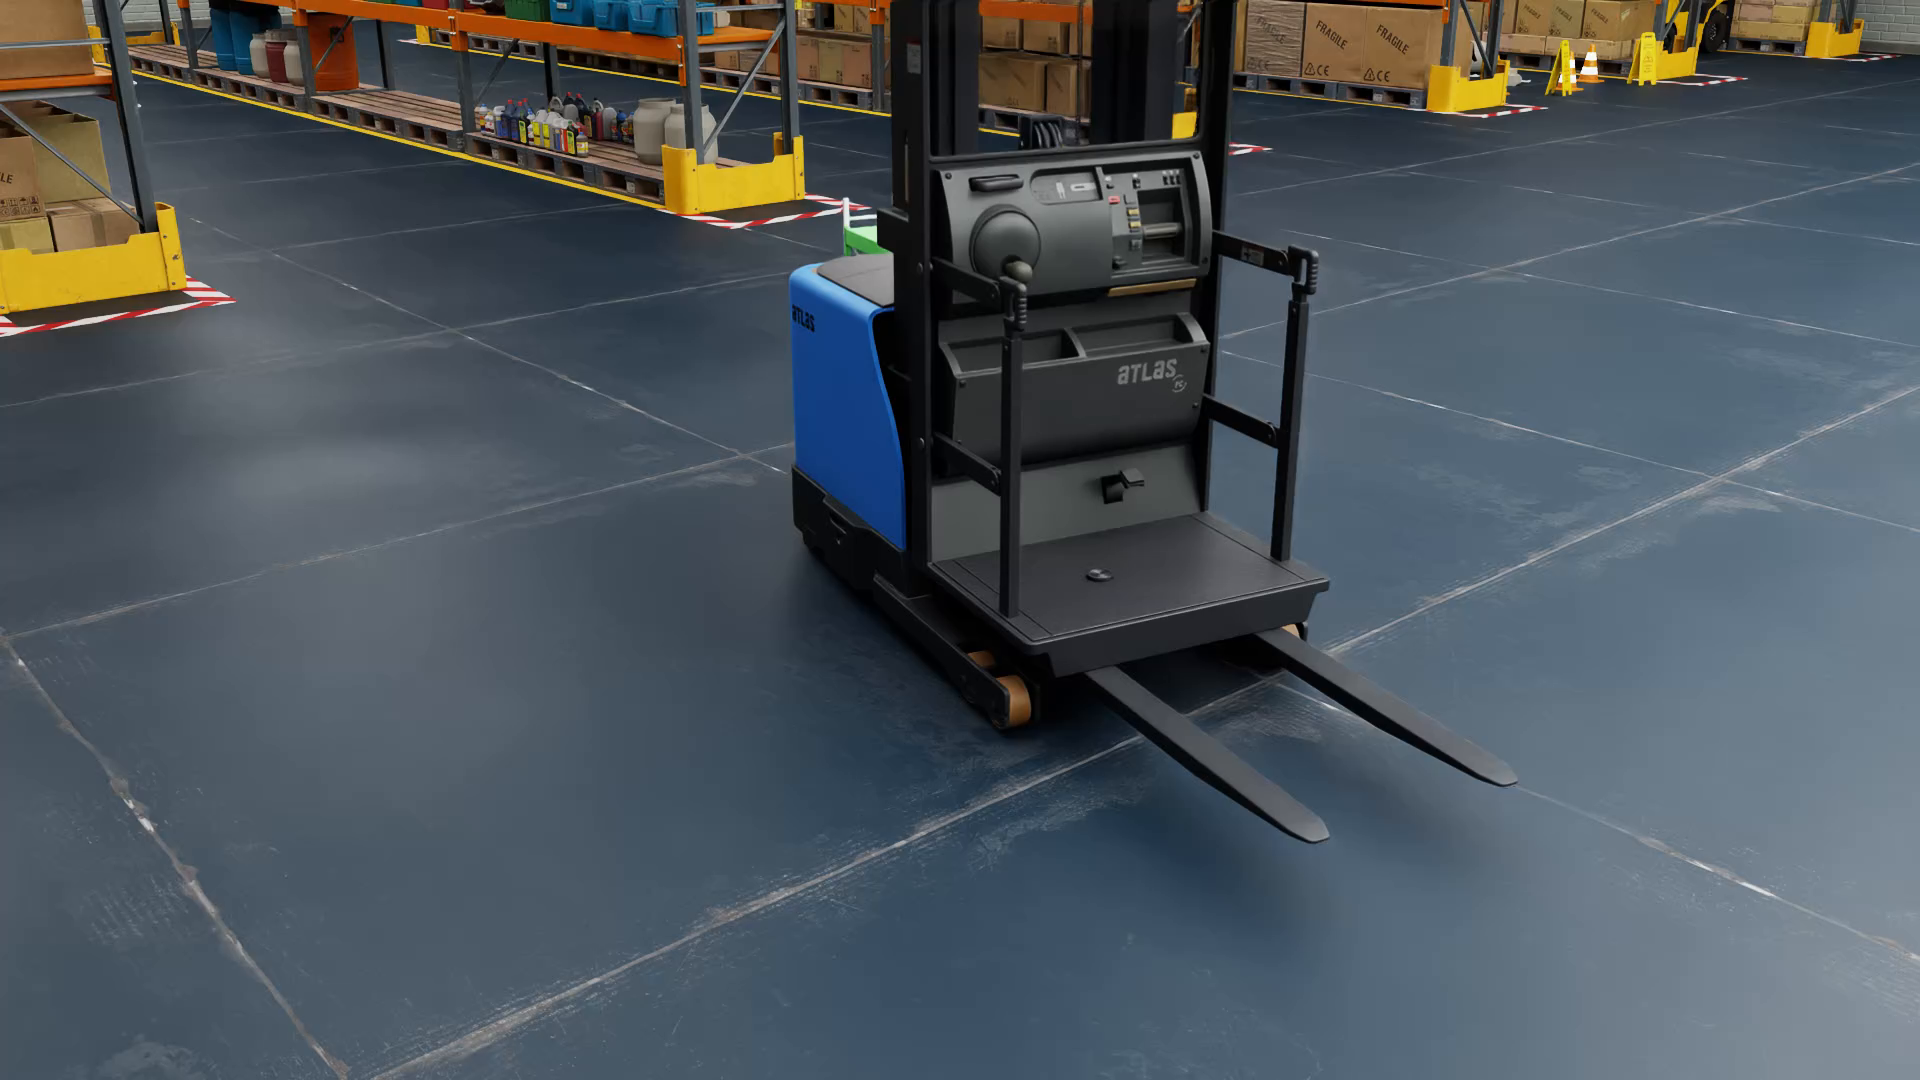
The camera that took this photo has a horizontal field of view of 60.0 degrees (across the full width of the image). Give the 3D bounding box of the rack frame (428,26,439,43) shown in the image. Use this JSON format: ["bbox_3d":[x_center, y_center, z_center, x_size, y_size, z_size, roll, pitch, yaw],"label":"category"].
[{"bbox_3d":[-8.407,-9.695,27.125,1.000,3.000,0.127,-17,27,-37],"label":"rack frame"}]

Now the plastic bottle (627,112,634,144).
[{"bbox_3d":[-2.951,-3.728,15.026,0.097,0.271,0.097,0,21,0],"label":"plastic bottle"}]

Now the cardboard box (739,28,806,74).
[{"bbox_3d":[-2.360,-6.196,21.013,0.500,0.500,0.700,20,29,41],"label":"cardboard box"}]

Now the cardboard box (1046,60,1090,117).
[{"bbox_3d":[1.226,-4.640,17.069,0.500,0.500,0.500,-10,23,-24],"label":"cardboard box"}]

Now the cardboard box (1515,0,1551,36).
[{"bbox_3d":[8.157,-7.342,23.283,0.500,0.500,0.500,-18,28,-39],"label":"cardboard box"}]

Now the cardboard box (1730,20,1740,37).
[{"bbox_3d":[12.120,-8.067,26.161,0.500,0.250,0.500,-17,27,-37],"label":"cardboard box"}]

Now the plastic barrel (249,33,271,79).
[{"bbox_3d":[-8.443,-5.921,20.324,0.421,0.512,0.421,0,21,0],"label":"plastic barrel"}]

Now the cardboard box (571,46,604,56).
[{"bbox_3d":[-4.779,-7.378,23.545,1.225,0.875,0.875,-19,28,-39],"label":"cardboard box"}]

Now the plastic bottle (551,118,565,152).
[{"bbox_3d":[-3.480,-3.550,14.566,0.152,0.276,0.135,-18,28,-39],"label":"plastic bottle"}]

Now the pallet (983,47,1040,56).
[{"bbox_3d":[1.096,-7.104,24.332,1.003,0.211,1.213,-17,27,-37],"label":"pallet"}]

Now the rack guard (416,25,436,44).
[{"bbox_3d":[-8.422,-8.538,27.598,1.175,0.500,0.348,-17,27,-37],"label":"rack guard"}]

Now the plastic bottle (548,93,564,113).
[{"bbox_3d":[-3.796,-4.029,15.686,0.144,0.351,0.185,-17,27,-37],"label":"plastic bottle"}]

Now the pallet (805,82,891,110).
[{"bbox_3d":[-1.083,-5.296,19.717,1.003,0.211,1.213,-17,27,-37],"label":"pallet"}]

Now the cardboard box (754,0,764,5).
[{"bbox_3d":[-3.309,-9.267,28.550,0.380,0.149,0.250,-19,28,-39],"label":"cardboard box"}]

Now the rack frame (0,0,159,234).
[{"bbox_3d":[-5.470,-2.918,9.820,1.000,3.000,0.127,-17,27,-37],"label":"rack frame"}]

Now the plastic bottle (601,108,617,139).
[{"bbox_3d":[-3.248,-3.840,15.307,0.152,0.276,0.135,-17,27,-36],"label":"plastic bottle"}]

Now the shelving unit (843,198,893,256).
[{"bbox_3d":[-0.254,-0.761,6.783,0.258,1.200,0.503,-10,24,-25],"label":"shelving unit"}]

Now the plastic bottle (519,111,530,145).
[{"bbox_3d":[-3.914,-3.712,14.968,0.061,0.283,0.133,-16,26,-35],"label":"plastic bottle"}]

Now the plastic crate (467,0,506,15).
[{"bbox_3d":[-4.081,-4.997,15.215,0.767,0.338,0.504,-17,27,-37],"label":"plastic crate"}]

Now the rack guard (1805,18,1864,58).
[{"bbox_3d":[13.318,-7.646,25.320,1.175,0.500,0.348,-17,27,-37],"label":"rack guard"}]

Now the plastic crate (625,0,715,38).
[{"bbox_3d":[-2.268,-4.094,13.027,0.499,0.251,0.616,-17,27,-37],"label":"plastic crate"}]

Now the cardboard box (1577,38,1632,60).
[{"bbox_3d":[8.798,-6.715,22.710,0.500,0.250,0.500,-18,27,-38],"label":"cardboard box"}]

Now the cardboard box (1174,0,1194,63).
[{"bbox_3d":[2.776,-6.831,22.320,1.050,0.750,0.750,-18,27,-38],"label":"cardboard box"}]

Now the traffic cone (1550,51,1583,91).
[{"bbox_3d":[7.668,-5.906,20.929,0.336,0.463,0.334,-17,27,-37],"label":"traffic cone"}]

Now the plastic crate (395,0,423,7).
[{"bbox_3d":[-5.282,-5.424,16.242,0.392,0.384,0.575,-17,27,-37],"label":"plastic crate"}]

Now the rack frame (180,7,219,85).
[{"bbox_3d":[-9.548,-7.411,21.293,1.000,3.000,0.127,-17,27,-37],"label":"rack frame"}]

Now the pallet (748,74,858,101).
[{"bbox_3d":[-1.884,-5.634,20.578,1.003,0.211,1.213,-17,27,-37],"label":"pallet"}]

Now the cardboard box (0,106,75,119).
[{"bbox_3d":[-6.315,-2.656,11.318,0.500,0.500,0.500,-17,27,-37],"label":"cardboard box"}]

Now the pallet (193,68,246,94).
[{"bbox_3d":[-9.076,-5.890,21.232,1.003,0.211,1.213,-17,27,-37],"label":"pallet"}]

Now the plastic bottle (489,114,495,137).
[{"bbox_3d":[-4.317,-3.854,15.445,0.097,0.201,0.097,0,21,0],"label":"plastic bottle"}]

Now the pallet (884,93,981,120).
[{"bbox_3d":[-0.109,-4.904,18.717,1.003,0.211,1.213,-17,27,-37],"label":"pallet"}]

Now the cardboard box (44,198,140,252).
[{"bbox_3d":[-5.651,-2.034,10.759,0.500,0.250,0.500,-17,27,-37],"label":"cardboard box"}]

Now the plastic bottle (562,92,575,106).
[{"bbox_3d":[-3.687,-4.063,15.774,0.144,0.351,0.185,-18,28,-39],"label":"plastic bottle"}]

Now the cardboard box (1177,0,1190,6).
[{"bbox_3d":[2.032,-5.293,16.230,0.380,0.149,0.250,-17,27,-37],"label":"cardboard box"}]

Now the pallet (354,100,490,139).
[{"bbox_3d":[-5.669,-4.448,17.550,1.003,0.211,1.213,-17,27,-37],"label":"pallet"}]

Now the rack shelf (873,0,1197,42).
[{"bbox_3d":[0.732,-5.492,17.381,1.077,0.370,4.000,-17,27,-37],"label":"rack shelf"}]

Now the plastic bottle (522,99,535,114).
[{"bbox_3d":[-4.004,-3.885,15.319,0.144,0.351,0.185,-17,27,-37],"label":"plastic bottle"}]

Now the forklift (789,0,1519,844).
[{"bbox_3d":[0.467,-0.976,4.956,1.130,2.935,3.031,-10,24,-25],"label":"forklift"}]

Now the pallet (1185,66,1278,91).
[{"bbox_3d":[3.687,-6.006,21.528,1.003,0.211,1.213,-17,27,-37],"label":"pallet"}]

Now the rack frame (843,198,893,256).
[{"bbox_3d":[-0.363,-0.841,6.986,0.240,1.200,0.015,-10,24,-25],"label":"rack frame"}]

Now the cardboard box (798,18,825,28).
[{"bbox_3d":[-2.486,-8.638,27.760,0.380,0.149,0.250,-17,27,-37],"label":"cardboard box"}]

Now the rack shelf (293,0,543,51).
[{"bbox_3d":[-5.631,-5.419,17.192,1.077,0.370,4.000,-17,27,-37],"label":"rack shelf"}]

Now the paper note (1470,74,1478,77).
[{"bbox_3d":[6.979,-6.304,22.553,0.148,0.019,0.142,-8,23,-19],"label":"paper note"}]

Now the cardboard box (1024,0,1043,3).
[{"bbox_3d":[0.866,-5.529,16.832,0.380,0.149,0.250,-17,27,-37],"label":"cardboard box"}]

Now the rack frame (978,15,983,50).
[{"bbox_3d":[0.639,-8.638,24.425,1.000,3.000,0.127,-17,27,-37],"label":"rack frame"}]

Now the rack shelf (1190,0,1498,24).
[{"bbox_3d":[4.555,-6.645,20.324,1.077,0.370,4.000,-17,27,-37],"label":"rack shelf"}]

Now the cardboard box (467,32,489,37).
[{"bbox_3d":[-7.334,-8.492,26.391,0.875,0.875,0.875,-17,27,-37],"label":"cardboard box"}]

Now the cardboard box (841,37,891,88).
[{"bbox_3d":[-0.958,-5.596,19.482,0.500,0.500,0.700,20,29,41],"label":"cardboard box"}]

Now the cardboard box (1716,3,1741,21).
[{"bbox_3d":[12.076,-8.304,26.080,0.500,0.250,0.500,-18,28,-39],"label":"cardboard box"}]

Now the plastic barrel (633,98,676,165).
[{"bbox_3d":[-2.530,-3.435,13.977,0.421,0.512,0.421,0,21,0],"label":"plastic barrel"}]

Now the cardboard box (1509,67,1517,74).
[{"bbox_3d":[7.159,-6.188,22.078,0.380,0.149,0.250,-4,22,-10],"label":"cardboard box"}]

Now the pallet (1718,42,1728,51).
[{"bbox_3d":[11.980,-8.057,26.764,1.003,0.211,1.213,-17,27,-37],"label":"pallet"}]

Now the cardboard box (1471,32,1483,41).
[{"bbox_3d":[7.471,-7.282,24.158,0.500,0.250,0.500,-16,26,-34],"label":"cardboard box"}]

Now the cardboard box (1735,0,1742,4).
[{"bbox_3d":[12.091,-8.527,25.966,0.500,0.250,0.500,-17,27,-37],"label":"cardboard box"}]

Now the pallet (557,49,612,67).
[{"bbox_3d":[-5.235,-7.097,24.313,1.003,0.211,1.213,-17,27,-37],"label":"pallet"}]

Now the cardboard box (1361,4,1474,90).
[{"bbox_3d":[5.368,-5.806,19.531,0.875,0.875,0.875,-17,27,-37],"label":"cardboard box"}]

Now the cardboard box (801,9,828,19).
[{"bbox_3d":[-2.419,-8.761,27.665,0.380,0.149,0.250,-17,27,-36],"label":"cardboard box"}]
